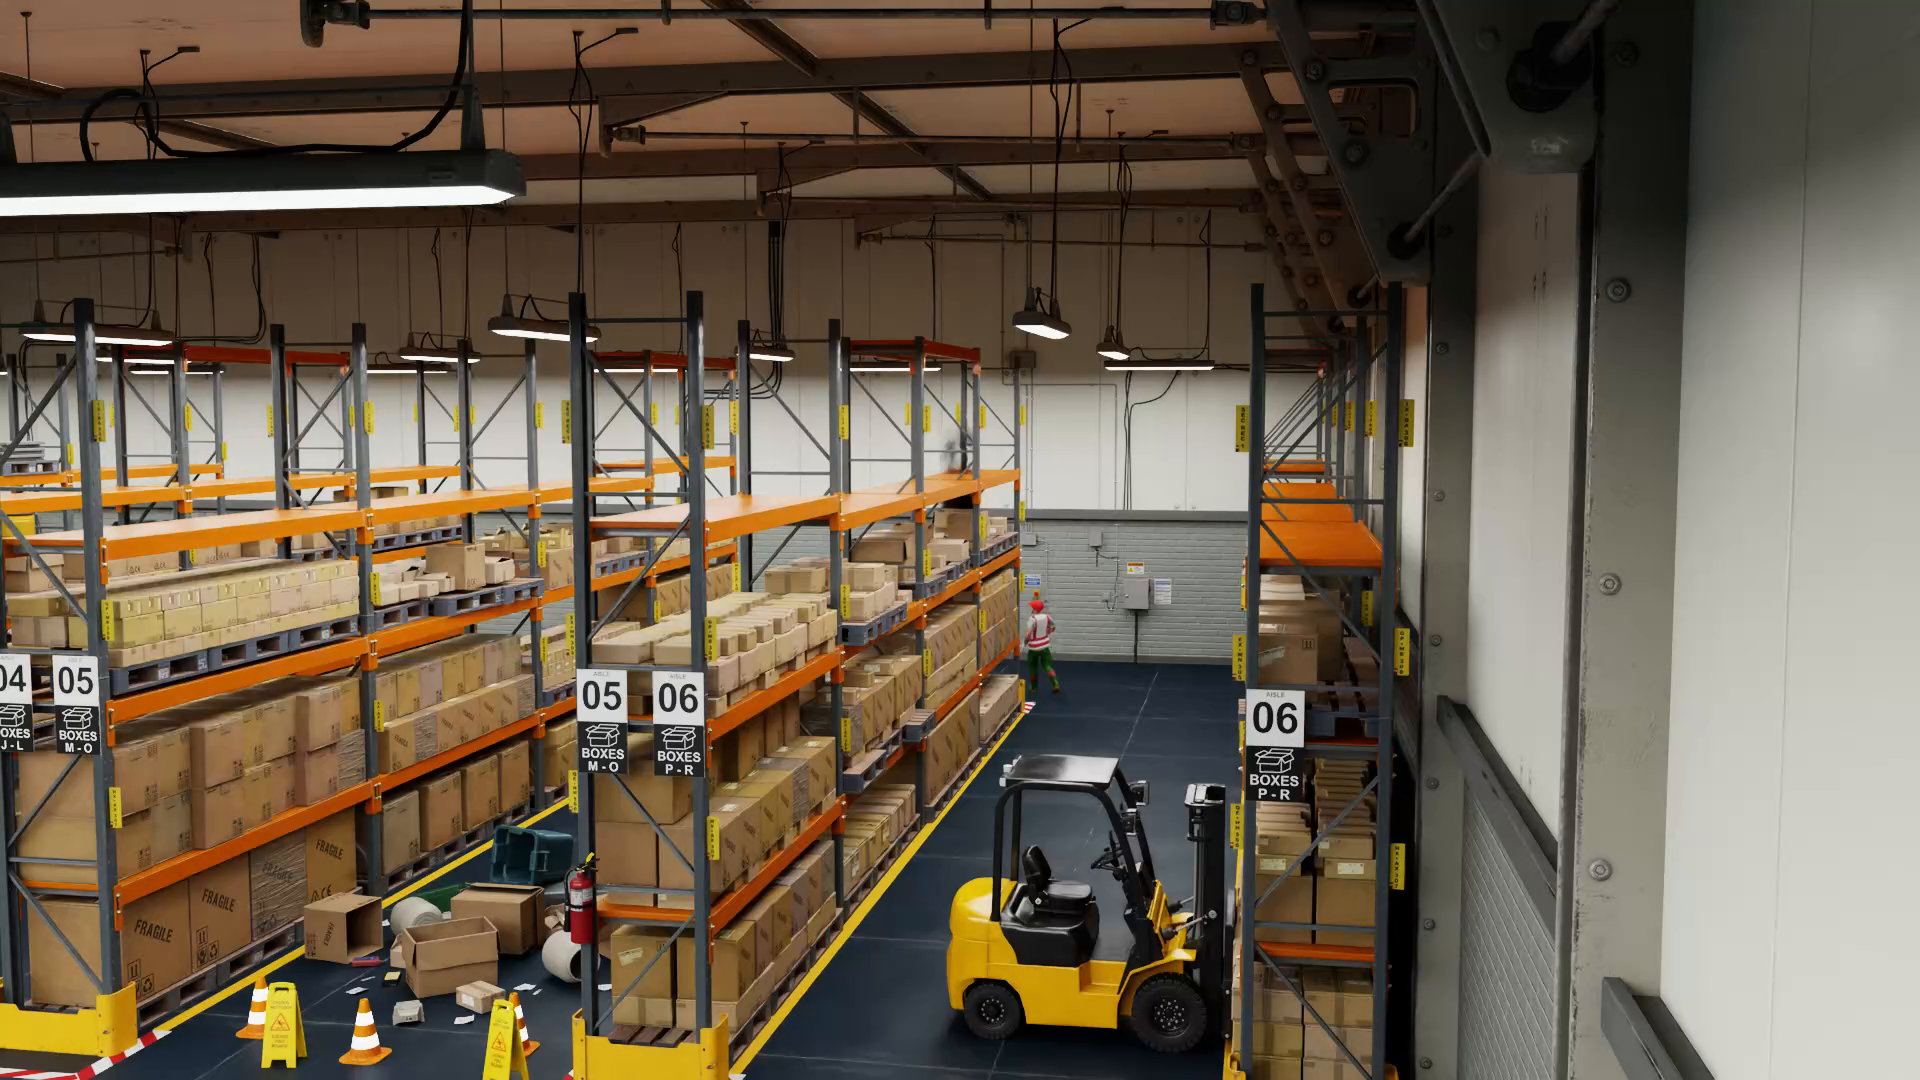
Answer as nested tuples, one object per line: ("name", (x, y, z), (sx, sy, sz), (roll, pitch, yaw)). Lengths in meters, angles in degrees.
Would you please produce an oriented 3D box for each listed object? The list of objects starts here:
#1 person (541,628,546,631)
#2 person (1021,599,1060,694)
("person", (-6.684, 2.194, 26.591), (0.646, 1.650, 0.700), (1, 5, 18))
("person", (1.338, 1.892, 29.541), (0.722, 1.730, 0.965), (-2, 5, -24))
